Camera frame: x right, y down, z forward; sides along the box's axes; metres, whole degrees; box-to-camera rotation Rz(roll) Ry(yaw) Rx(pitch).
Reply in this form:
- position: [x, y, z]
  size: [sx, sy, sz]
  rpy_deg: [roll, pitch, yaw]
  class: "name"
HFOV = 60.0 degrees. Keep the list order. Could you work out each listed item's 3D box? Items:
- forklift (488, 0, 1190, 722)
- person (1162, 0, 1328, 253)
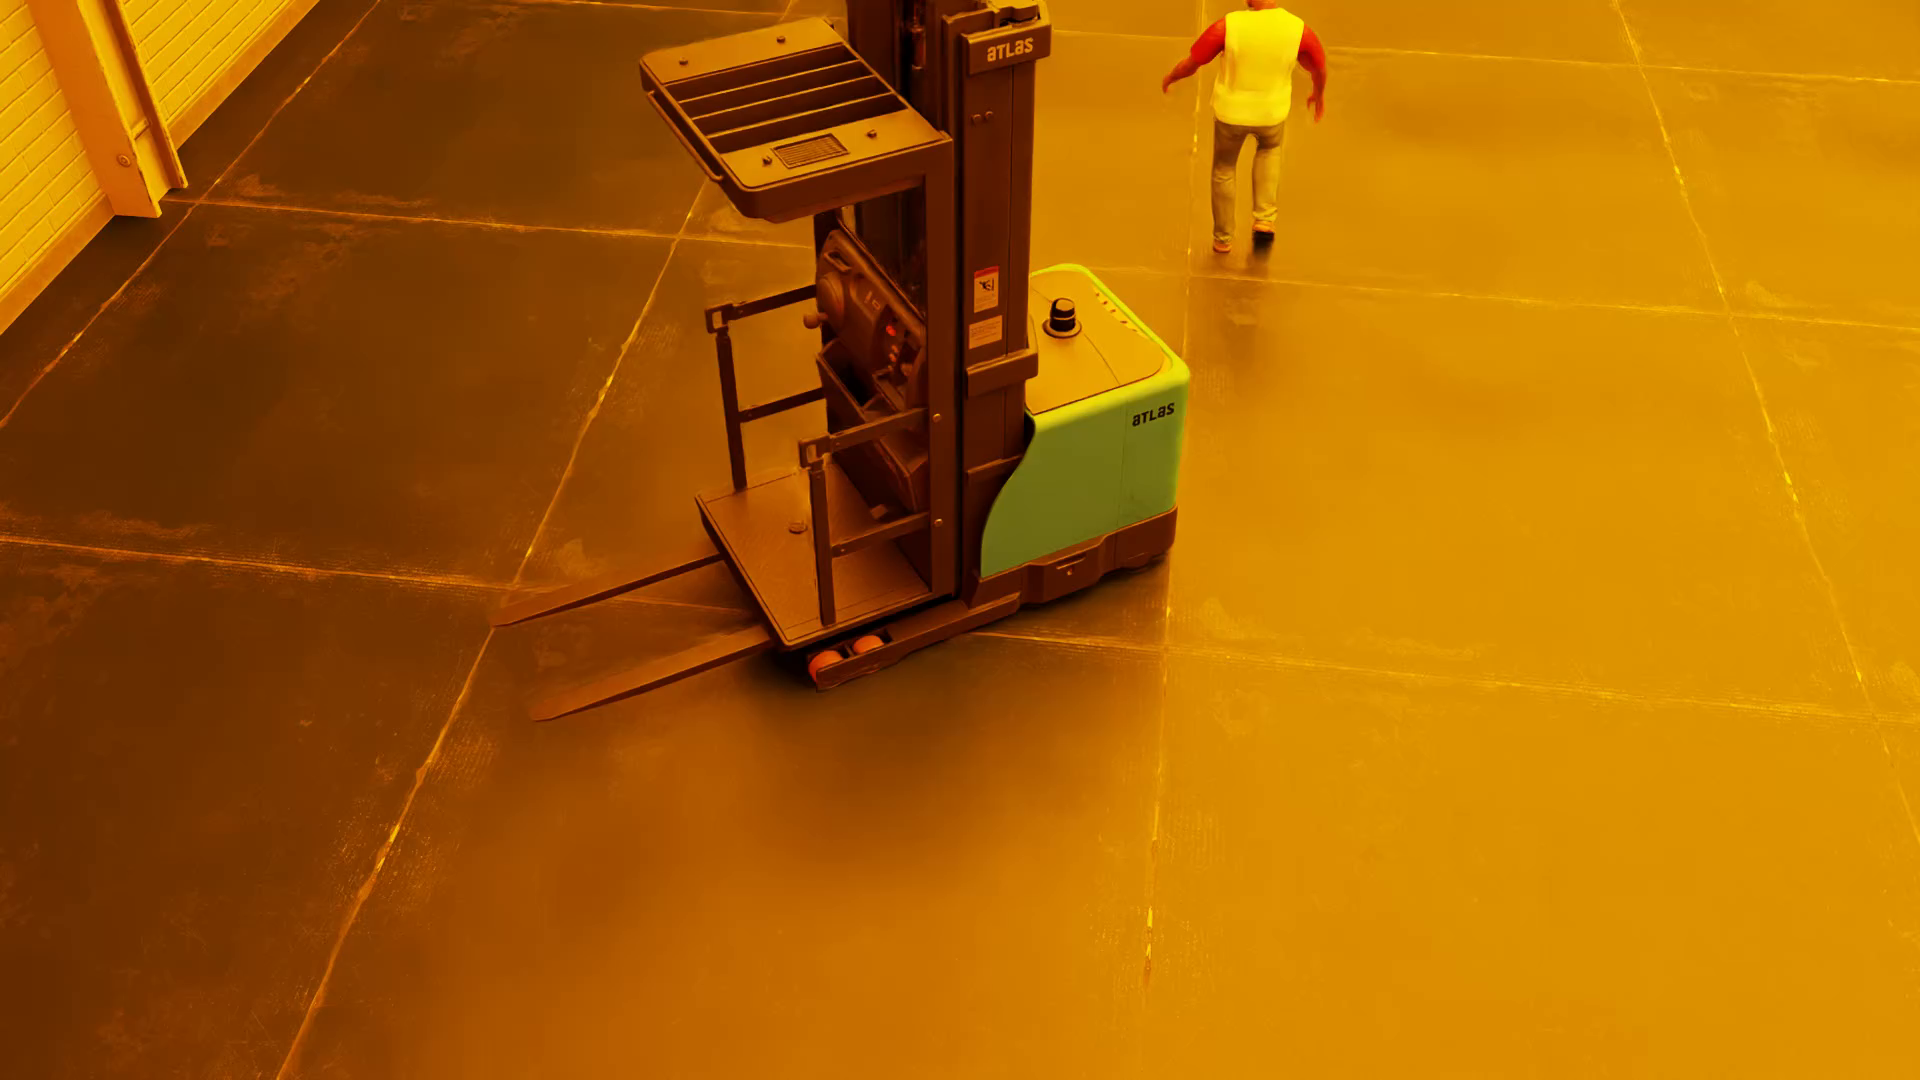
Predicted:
- position: [-0.547, -0.849, 6.648]
  size: [3.031, 2.935, 1.130]
  rpy_deg: [-19, 46, -20]
  class: "forklift"
- position: [1.580, -2.411, 9.252]
  size: [0.918, 1.774, 0.501]
  rpy_deg: [4, 43, 4]
  class: "person"
